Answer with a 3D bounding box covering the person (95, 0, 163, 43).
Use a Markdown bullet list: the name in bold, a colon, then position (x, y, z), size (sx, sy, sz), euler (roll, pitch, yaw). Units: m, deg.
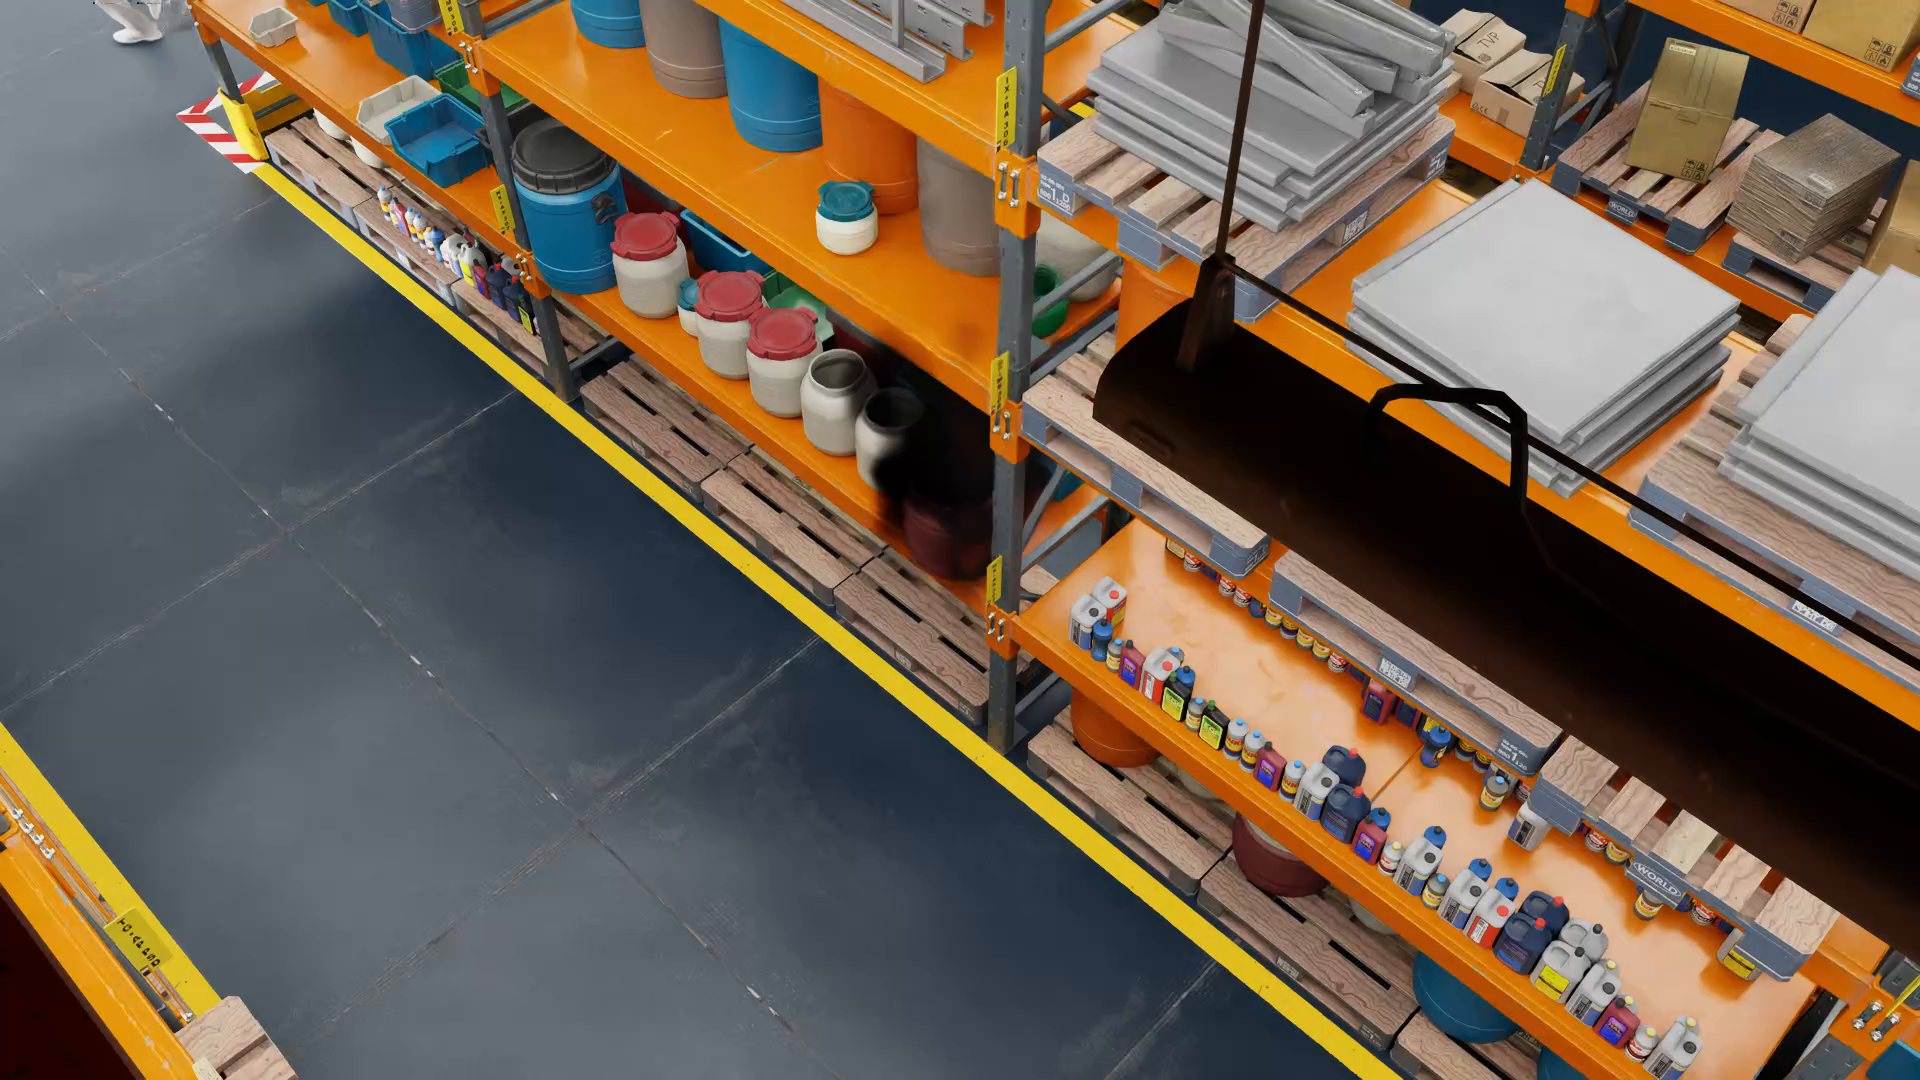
- **person**: position (-6.844, -4.713, 13.236), size (0.633, 1.707, 0.694), euler (-11, 51, -9)
